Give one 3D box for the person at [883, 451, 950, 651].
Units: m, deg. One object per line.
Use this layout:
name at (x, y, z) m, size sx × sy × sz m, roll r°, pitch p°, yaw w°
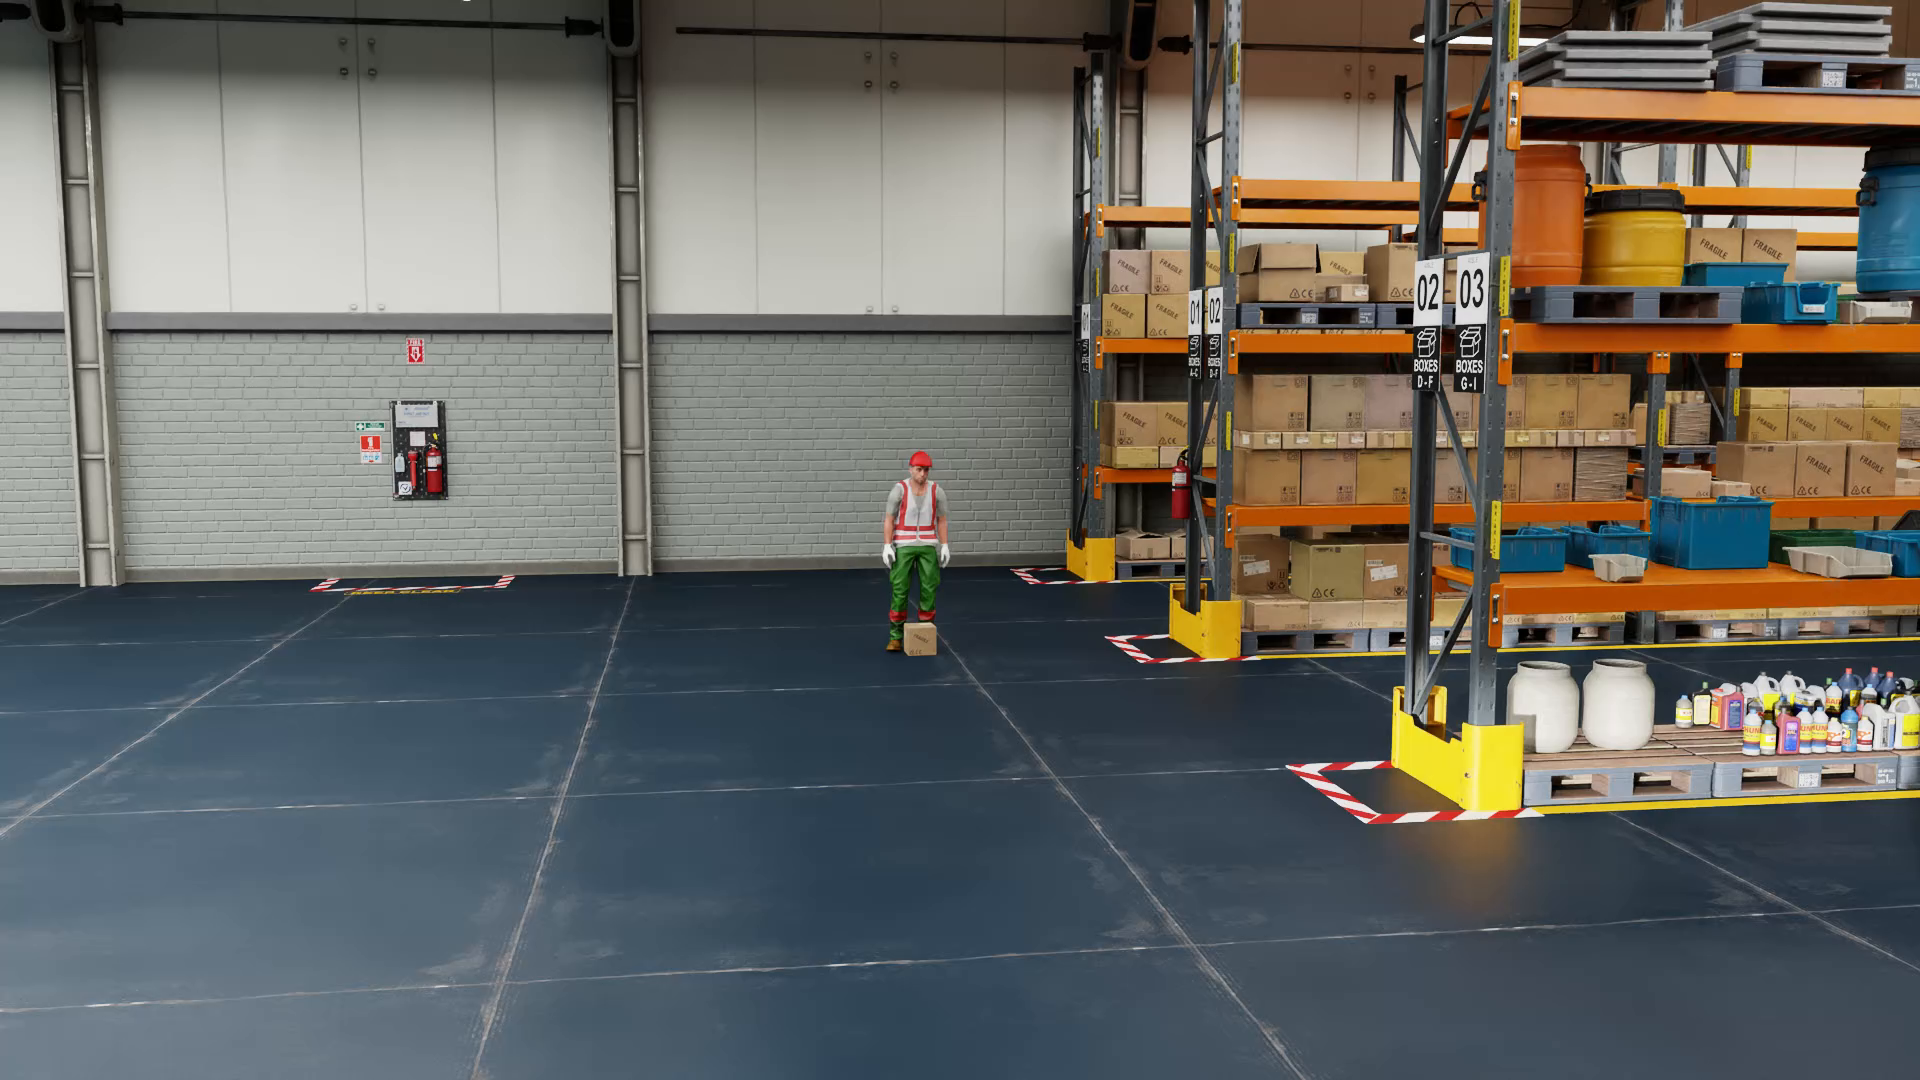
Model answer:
person at (-0.387, 0.093, 14.822) m, size 0.615 × 1.778 × 0.453 m, roll -1°, pitch 7°, yaw -12°
